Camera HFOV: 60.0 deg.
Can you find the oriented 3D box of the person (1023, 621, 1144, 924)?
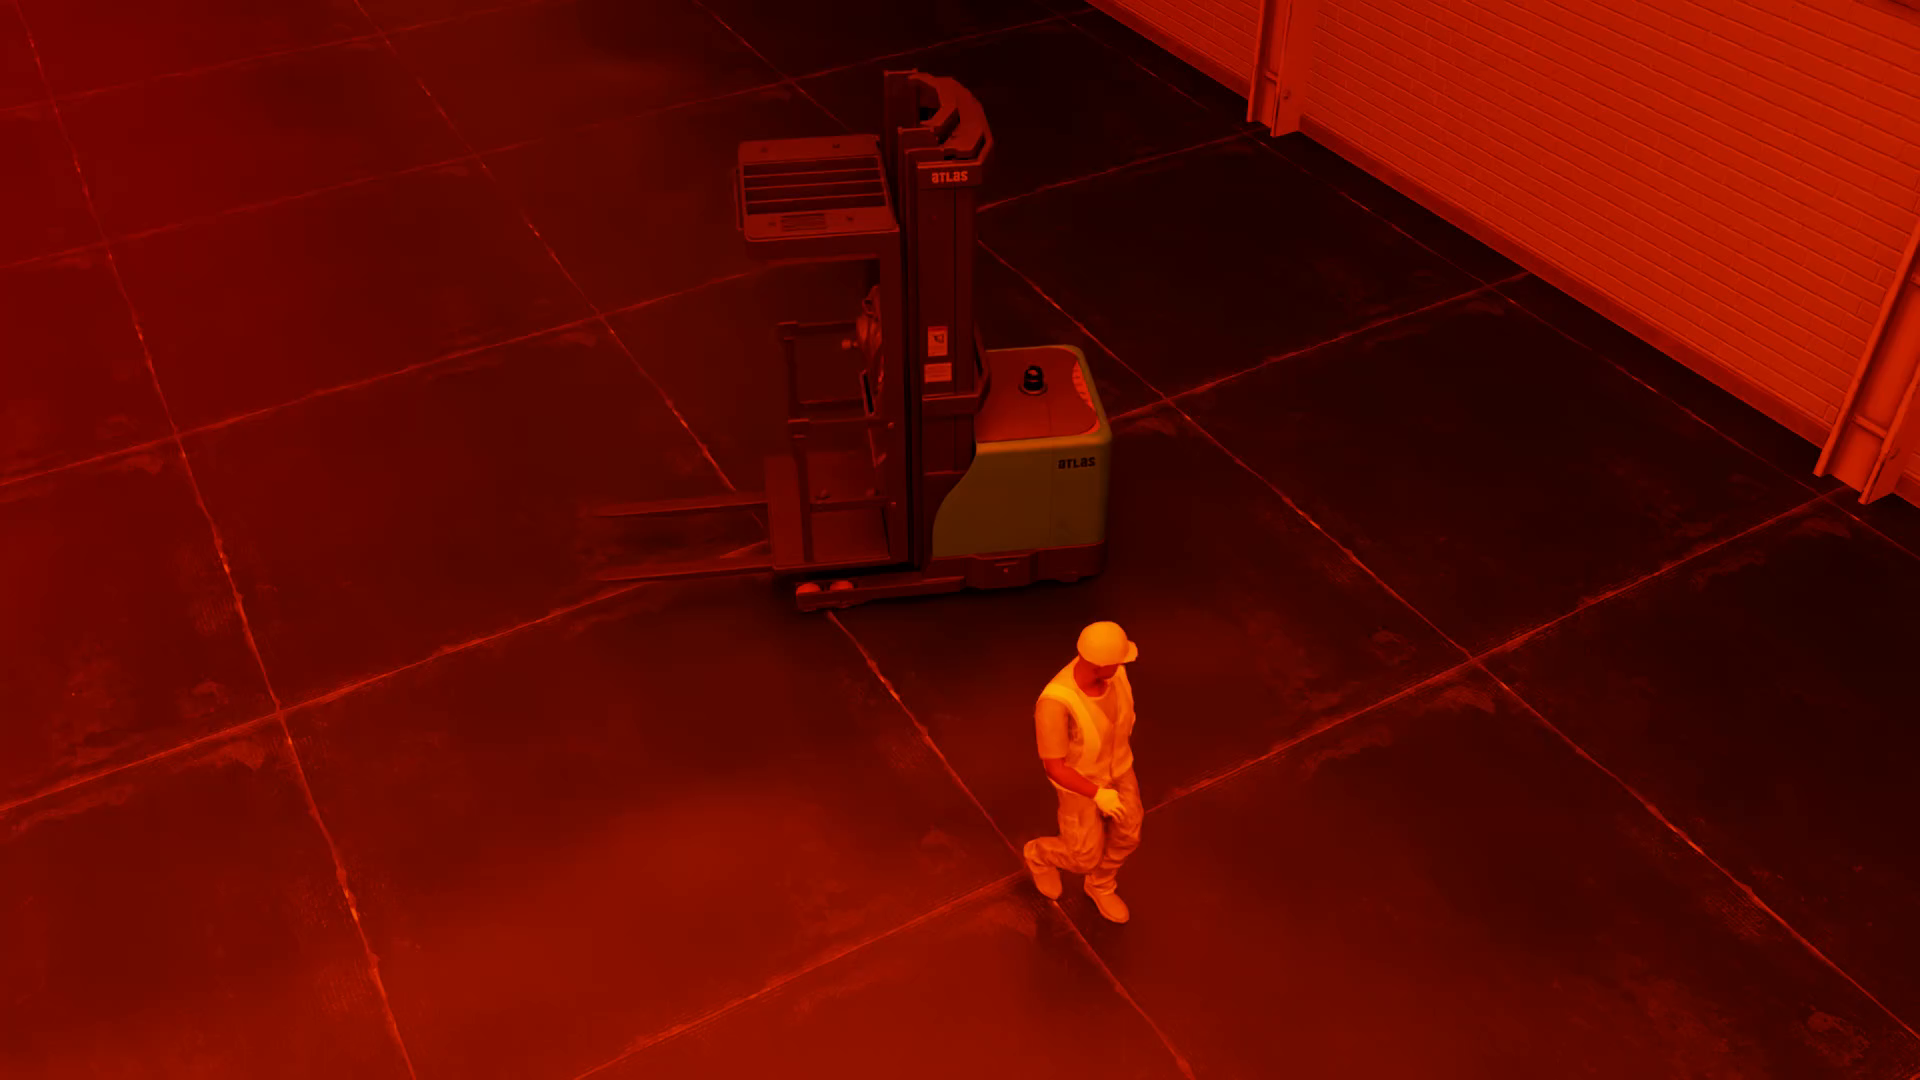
[{"bbox_3d":[0.655,1.058,7.703,0.747,1.731,0.582,-27,47,-29],"label":"person"}]

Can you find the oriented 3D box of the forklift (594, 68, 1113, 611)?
[{"bbox_3d":[-0.679,-1.068,9.324,3.031,2.935,1.130,-5,40,-6],"label":"forklift"}]
